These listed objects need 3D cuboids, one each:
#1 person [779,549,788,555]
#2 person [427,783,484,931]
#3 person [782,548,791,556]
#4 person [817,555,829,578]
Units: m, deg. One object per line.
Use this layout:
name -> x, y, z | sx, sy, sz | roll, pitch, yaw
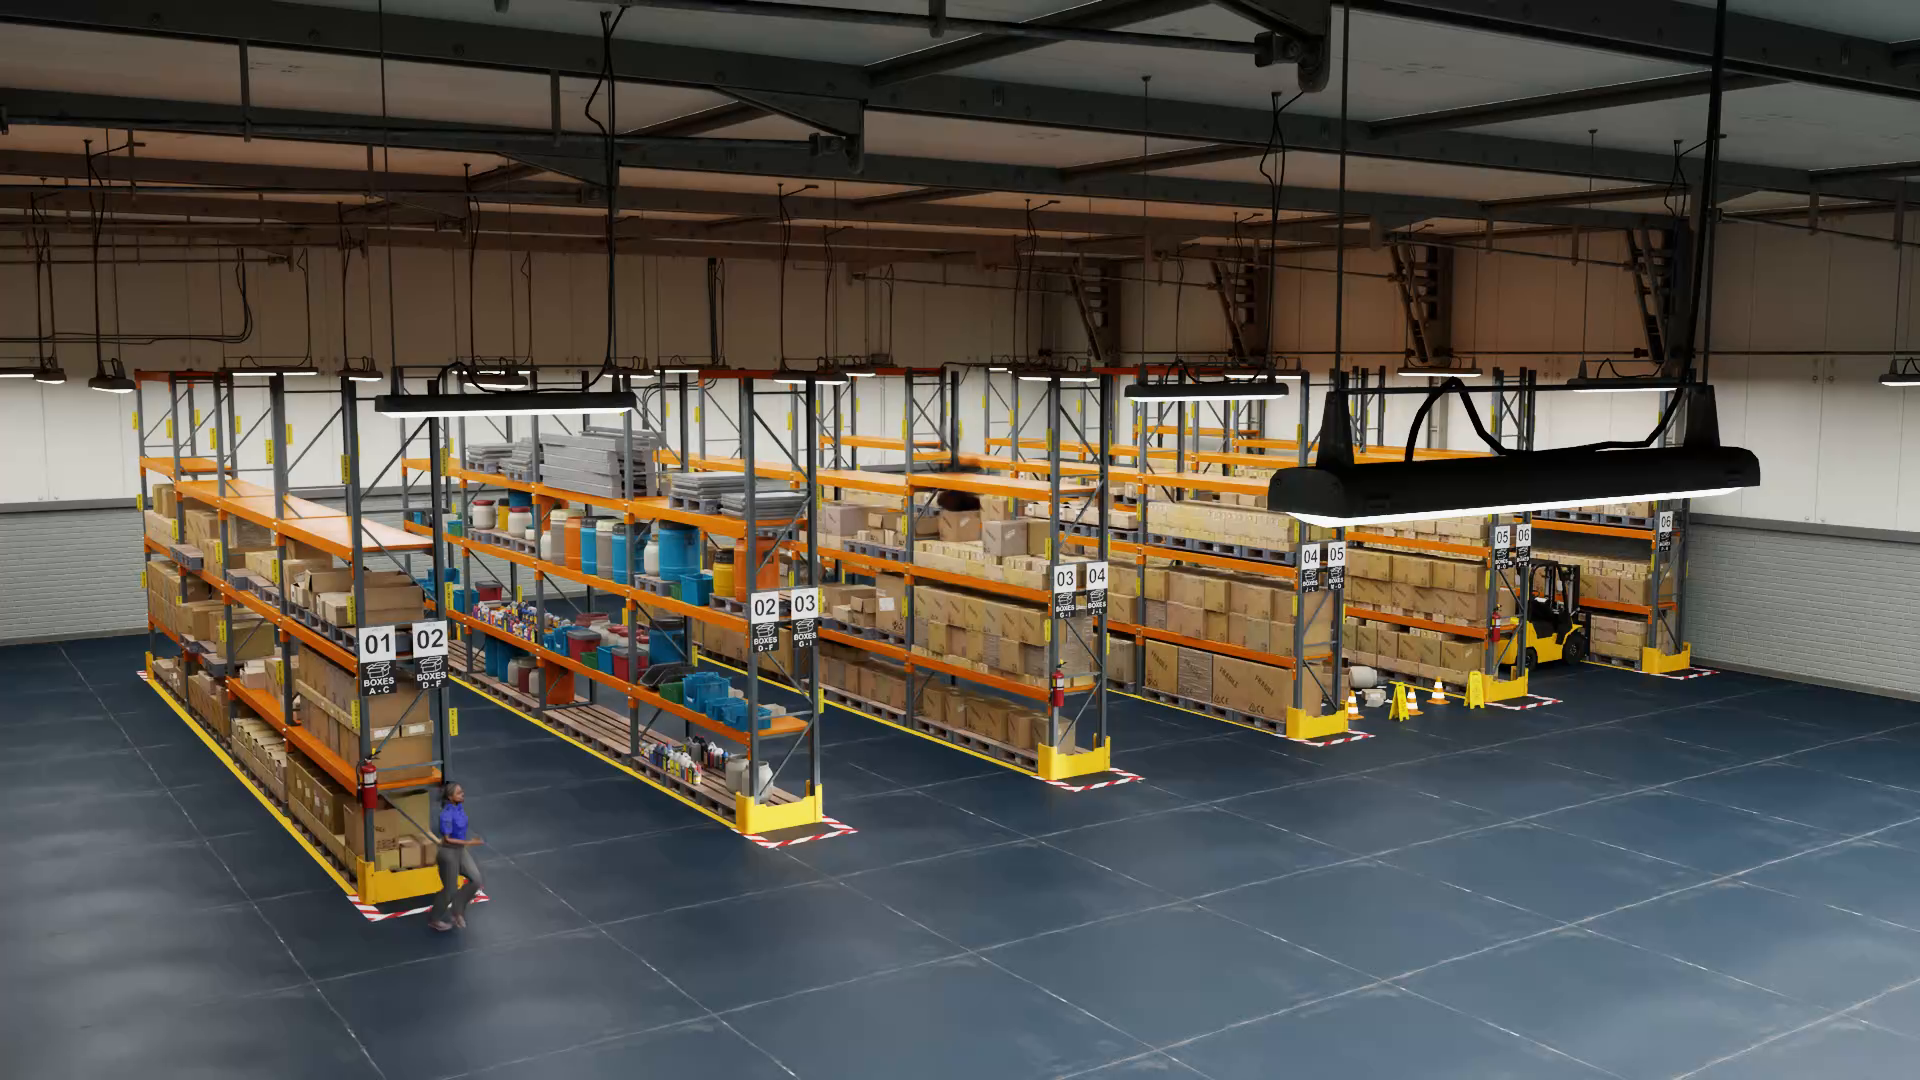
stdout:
person -> -4.310, 1.058, 39.607 | 0.628, 1.742, 0.732 | -2, 7, -19
person -> -5.513, 3.477, 18.230 | 0.676, 1.678, 0.598 | 1, 6, 5
person -> -4.290, 0.872, 40.788 | 0.715, 1.811, 0.753 | 6, 9, 41
person -> -3.438, 0.813, 41.808 | 0.592, 1.675, 0.604 | -6, 9, -44
